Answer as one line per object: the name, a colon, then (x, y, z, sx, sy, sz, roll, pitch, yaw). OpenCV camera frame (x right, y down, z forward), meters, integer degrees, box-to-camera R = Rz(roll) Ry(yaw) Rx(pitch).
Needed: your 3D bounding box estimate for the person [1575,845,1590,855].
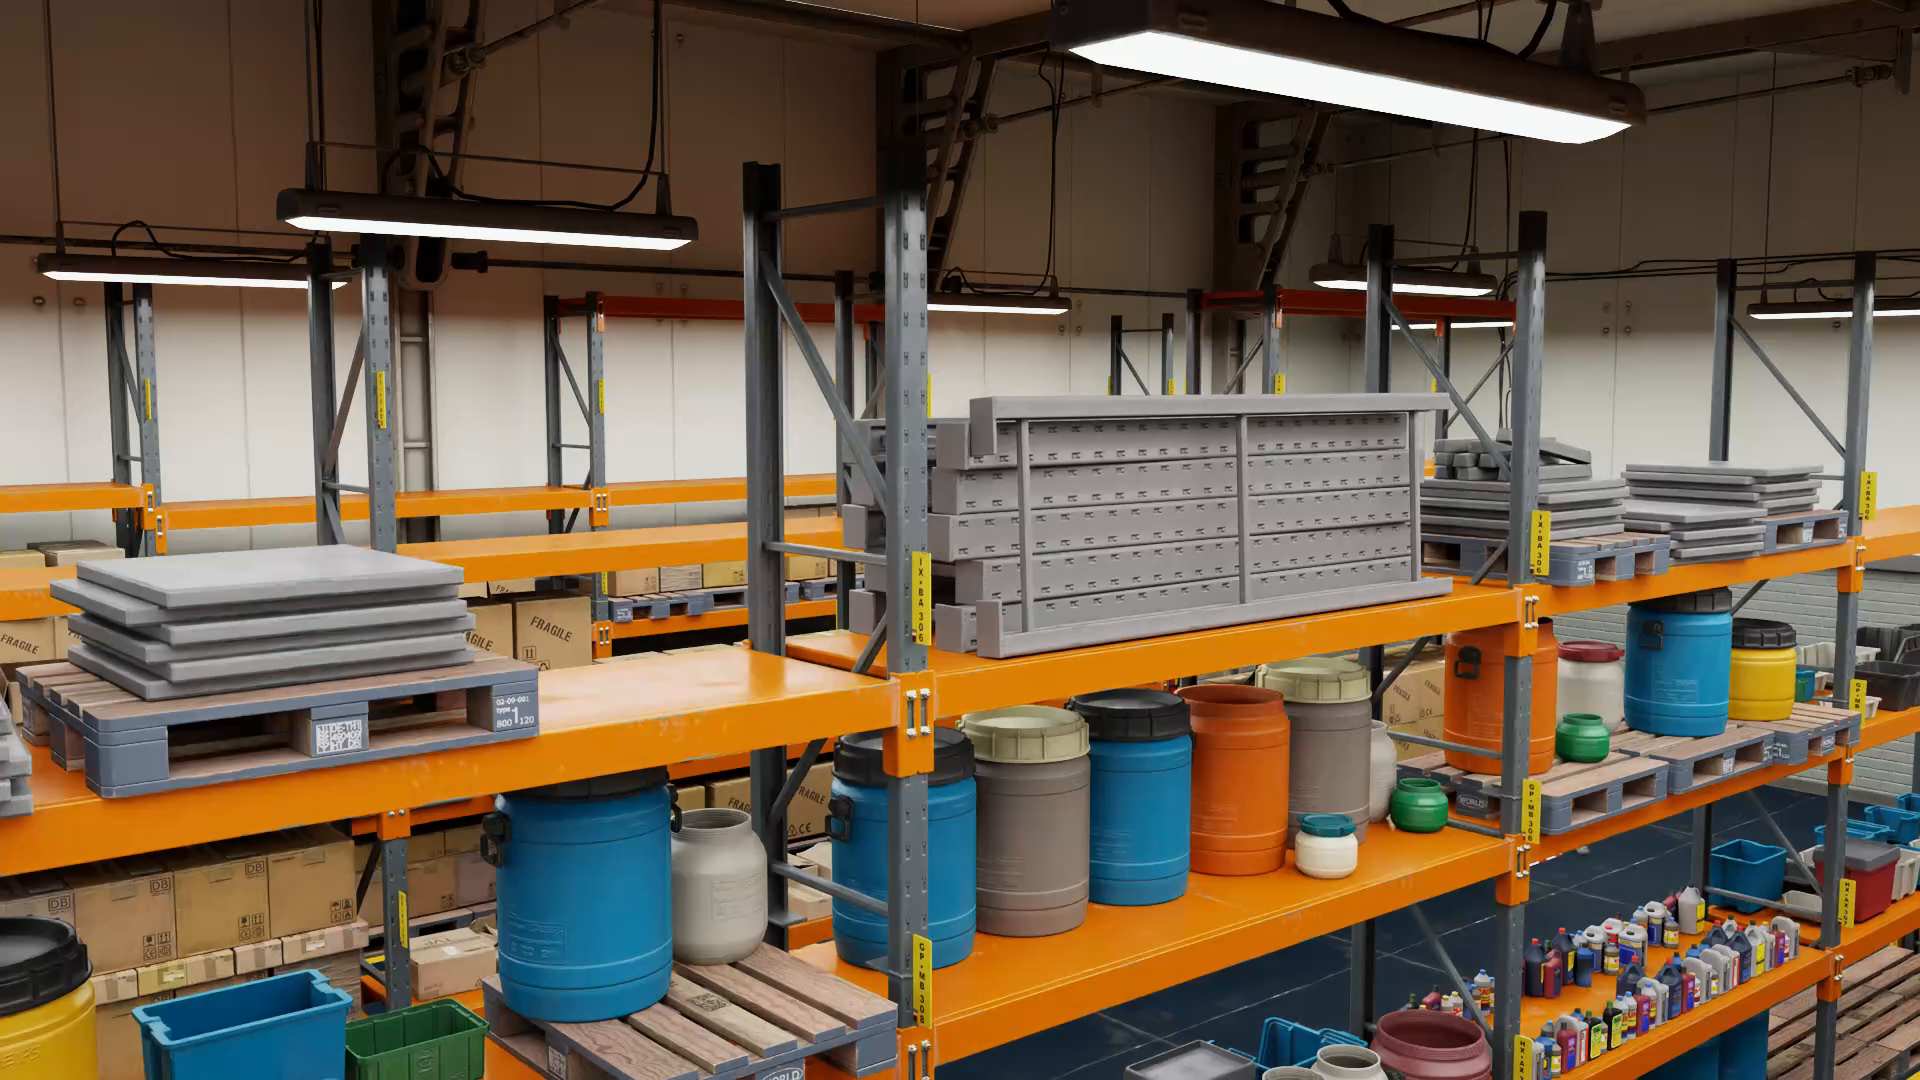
person: (6.640, 2.546, 18.270, 0.745, 1.788, 0.682, -2, 6, -24)
